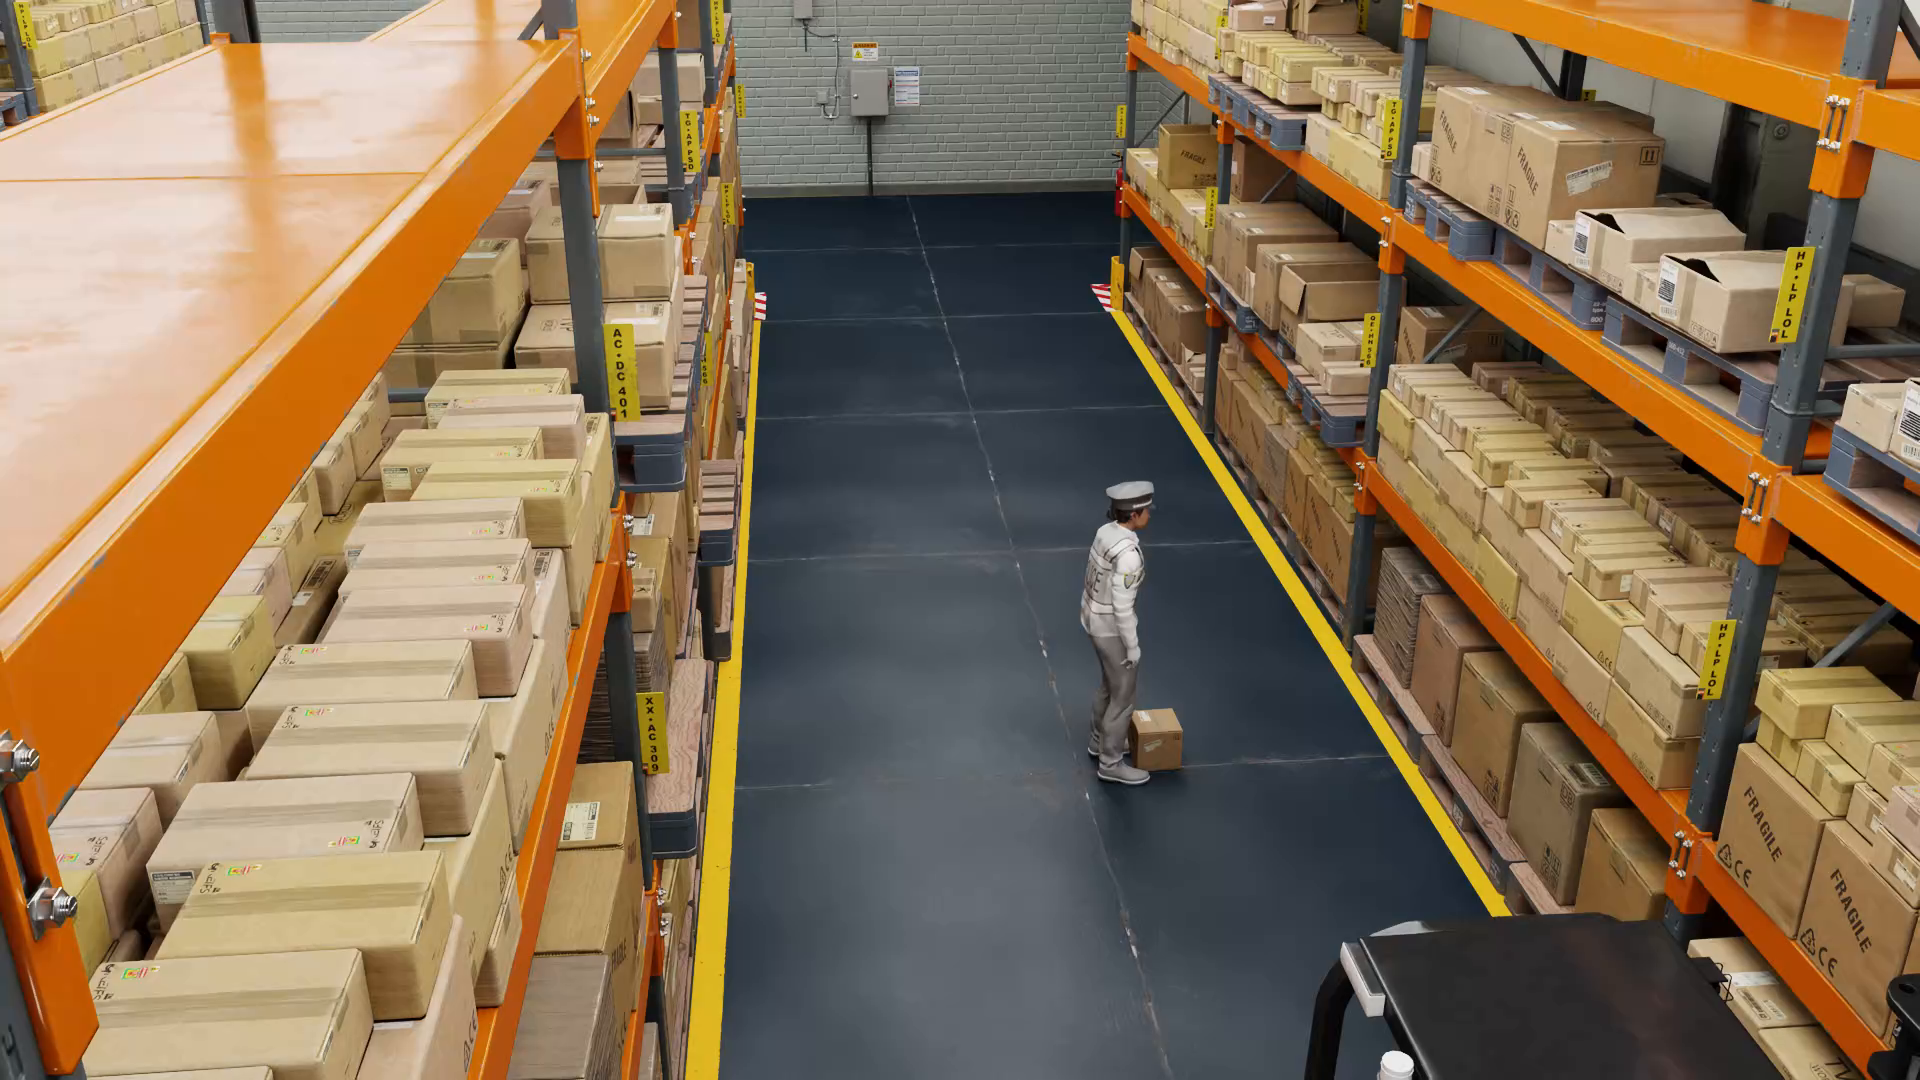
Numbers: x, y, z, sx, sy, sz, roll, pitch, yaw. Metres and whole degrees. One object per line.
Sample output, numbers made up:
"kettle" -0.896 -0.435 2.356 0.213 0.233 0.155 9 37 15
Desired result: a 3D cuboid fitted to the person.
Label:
"person" 0.849 0.484 9.003 0.376 1.663 0.544 -4 24 -8
